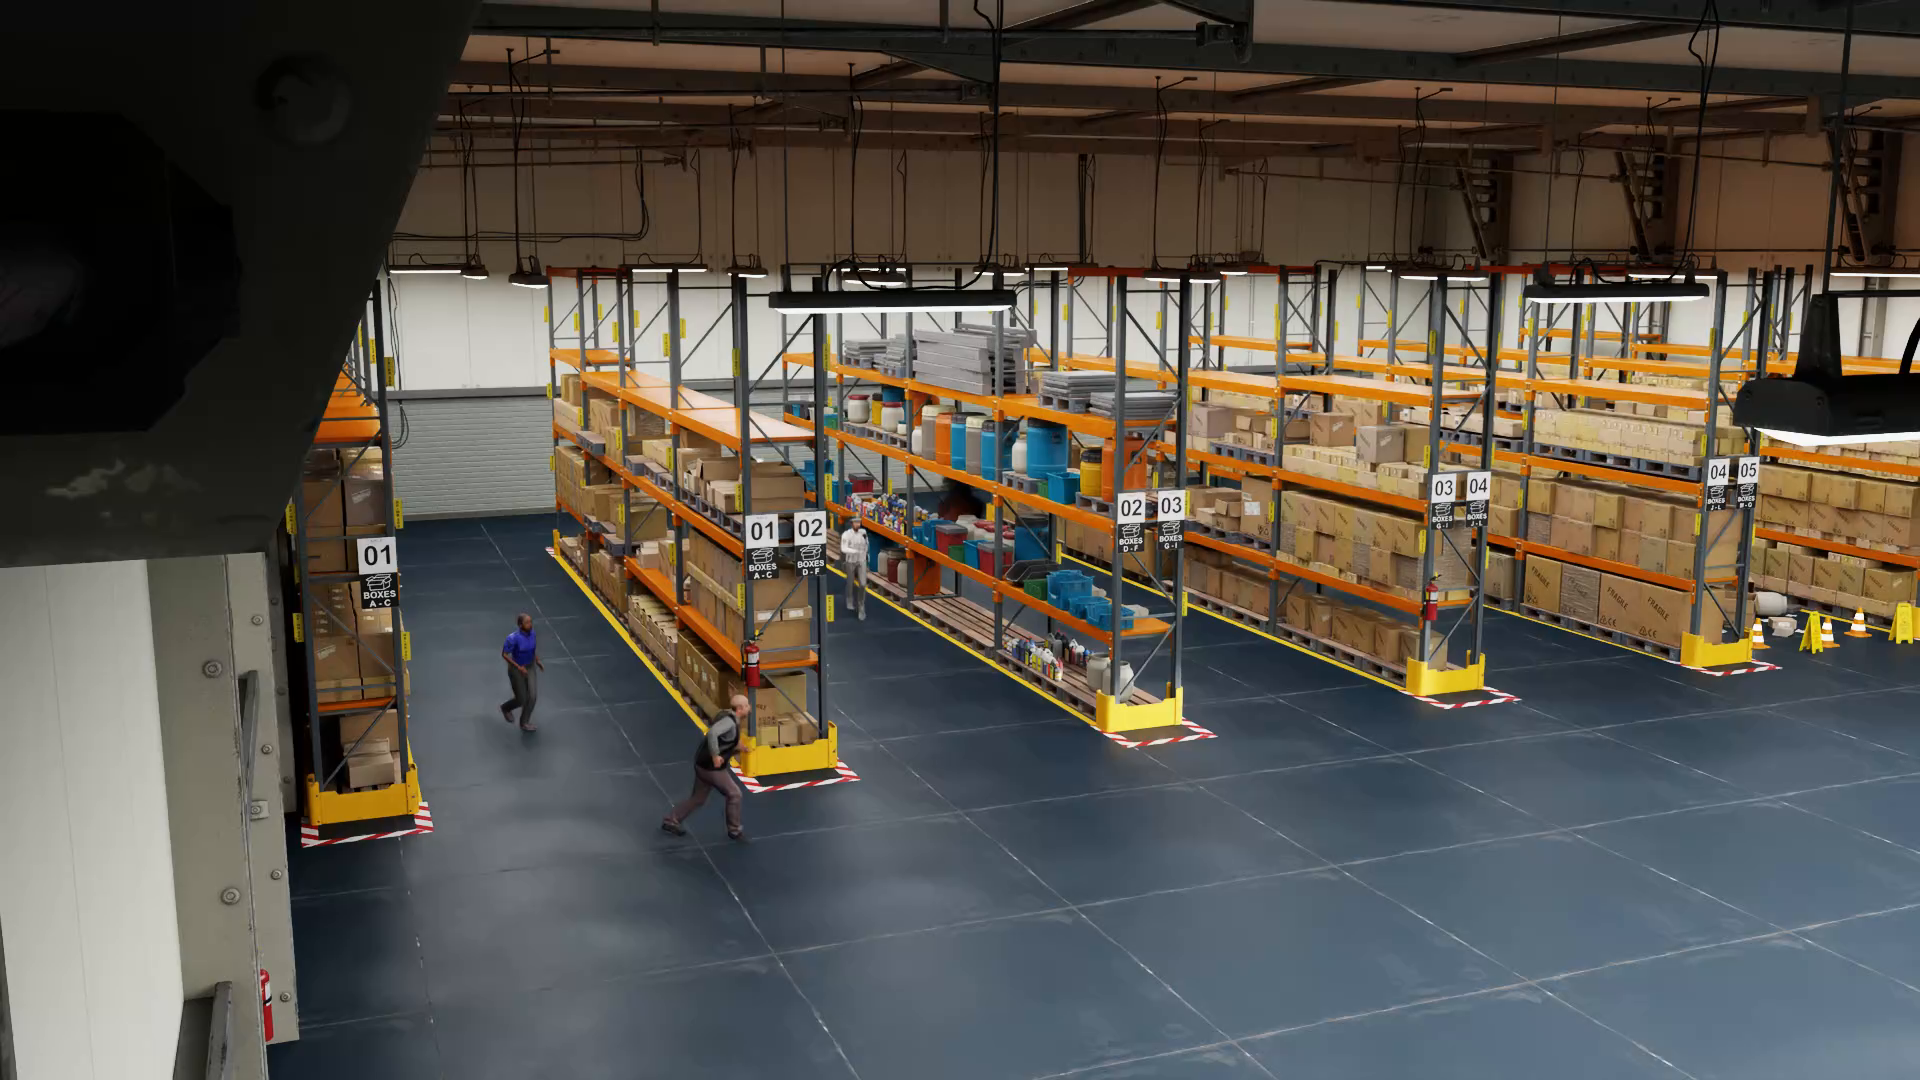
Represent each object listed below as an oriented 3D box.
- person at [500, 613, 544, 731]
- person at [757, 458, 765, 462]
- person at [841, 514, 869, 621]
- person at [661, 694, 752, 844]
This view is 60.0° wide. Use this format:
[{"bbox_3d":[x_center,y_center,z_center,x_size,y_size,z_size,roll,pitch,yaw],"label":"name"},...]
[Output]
[{"bbox_3d":[-5.872,1.739,22.153,0.644,1.600,0.572,8,13,39],"label":"person"},{"bbox_3d":[-4.548,-1.026,37.778,0.797,1.647,0.562,1,10,5],"label":"person"},{"bbox_3d":[-1.734,0.434,27.740,0.552,1.791,0.782,-3,10,-17],"label":"person"},{"bbox_3d":[-2.716,2.494,17.782,0.990,1.684,0.703,-1,10,-8],"label":"person"}]
